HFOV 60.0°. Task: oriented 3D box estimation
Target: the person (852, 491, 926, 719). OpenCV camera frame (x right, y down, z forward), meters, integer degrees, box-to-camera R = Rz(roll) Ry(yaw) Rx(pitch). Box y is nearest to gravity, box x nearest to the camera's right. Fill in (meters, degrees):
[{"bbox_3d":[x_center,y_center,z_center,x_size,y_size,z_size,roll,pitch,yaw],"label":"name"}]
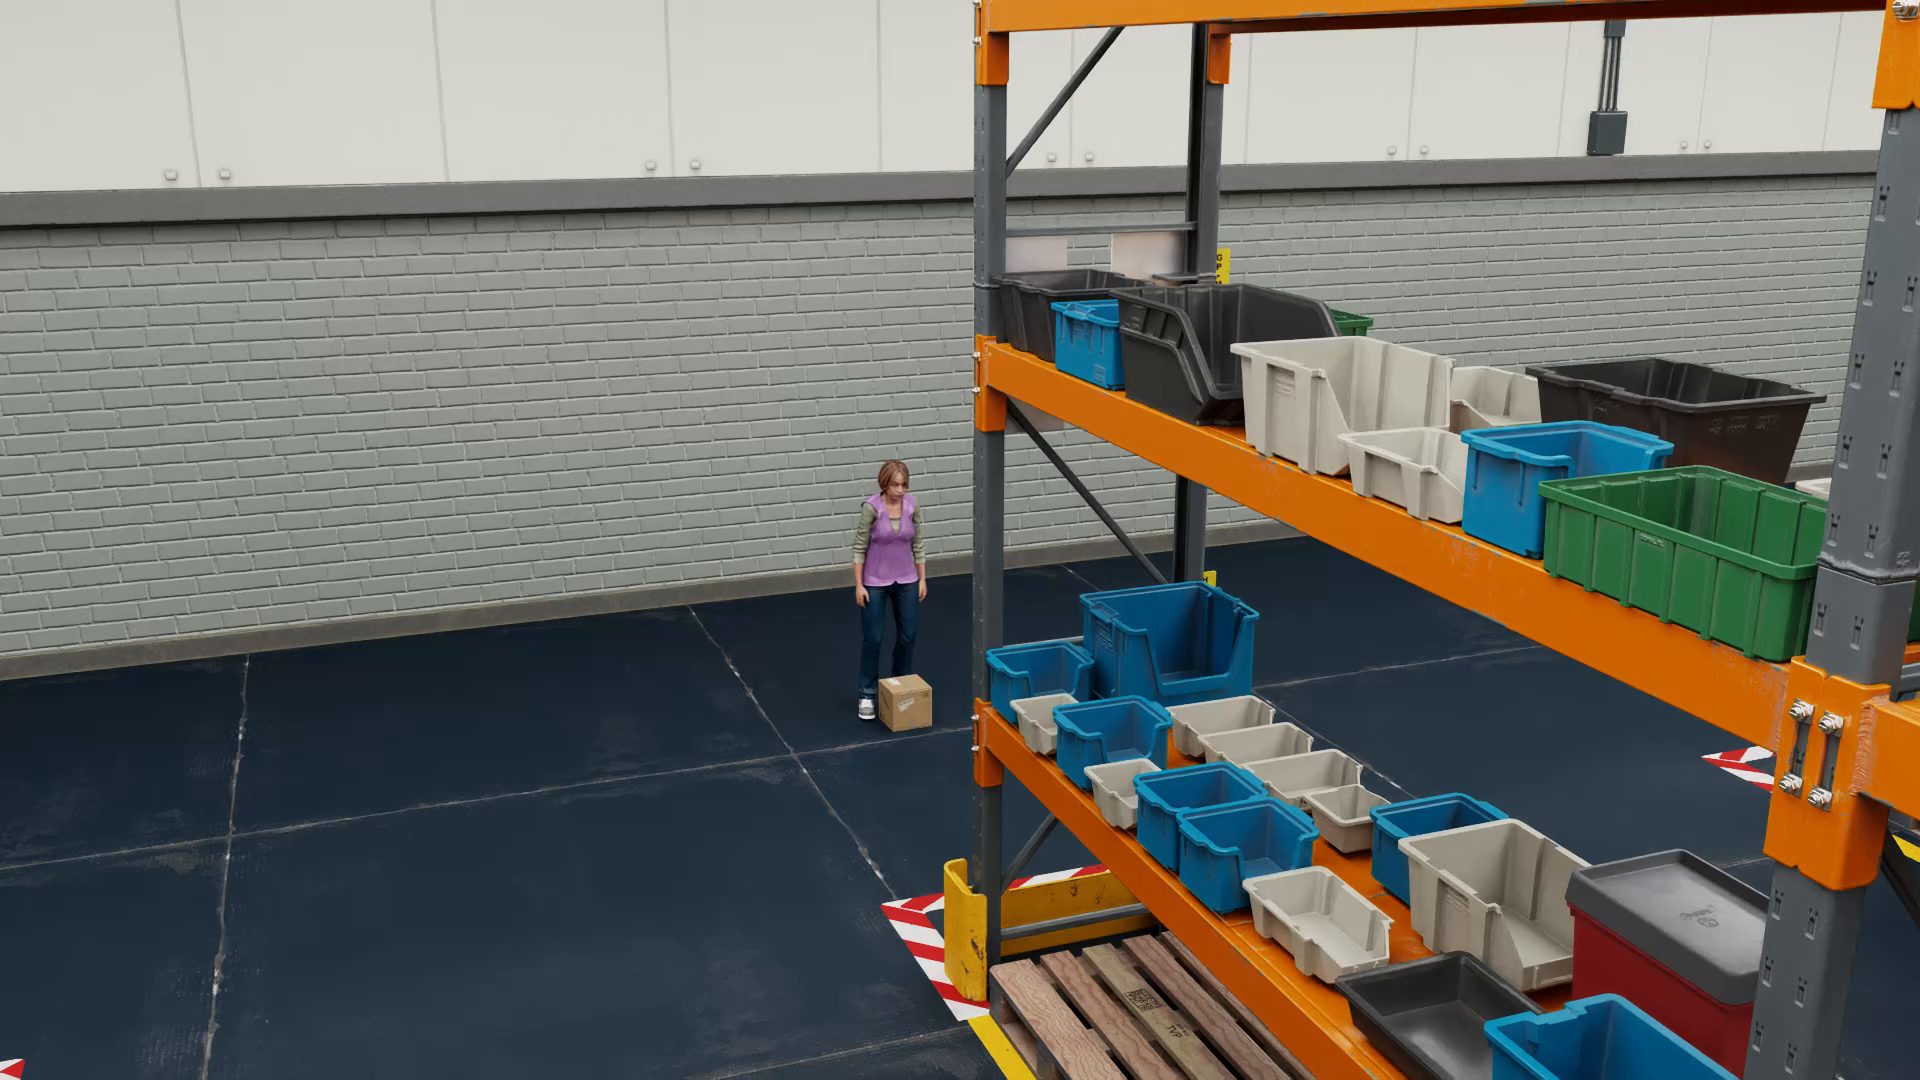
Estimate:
[{"bbox_3d":[-4.462,0.354,6.876,10.252,3.194,3.125,-6,17,-21],"label":"person"}]
